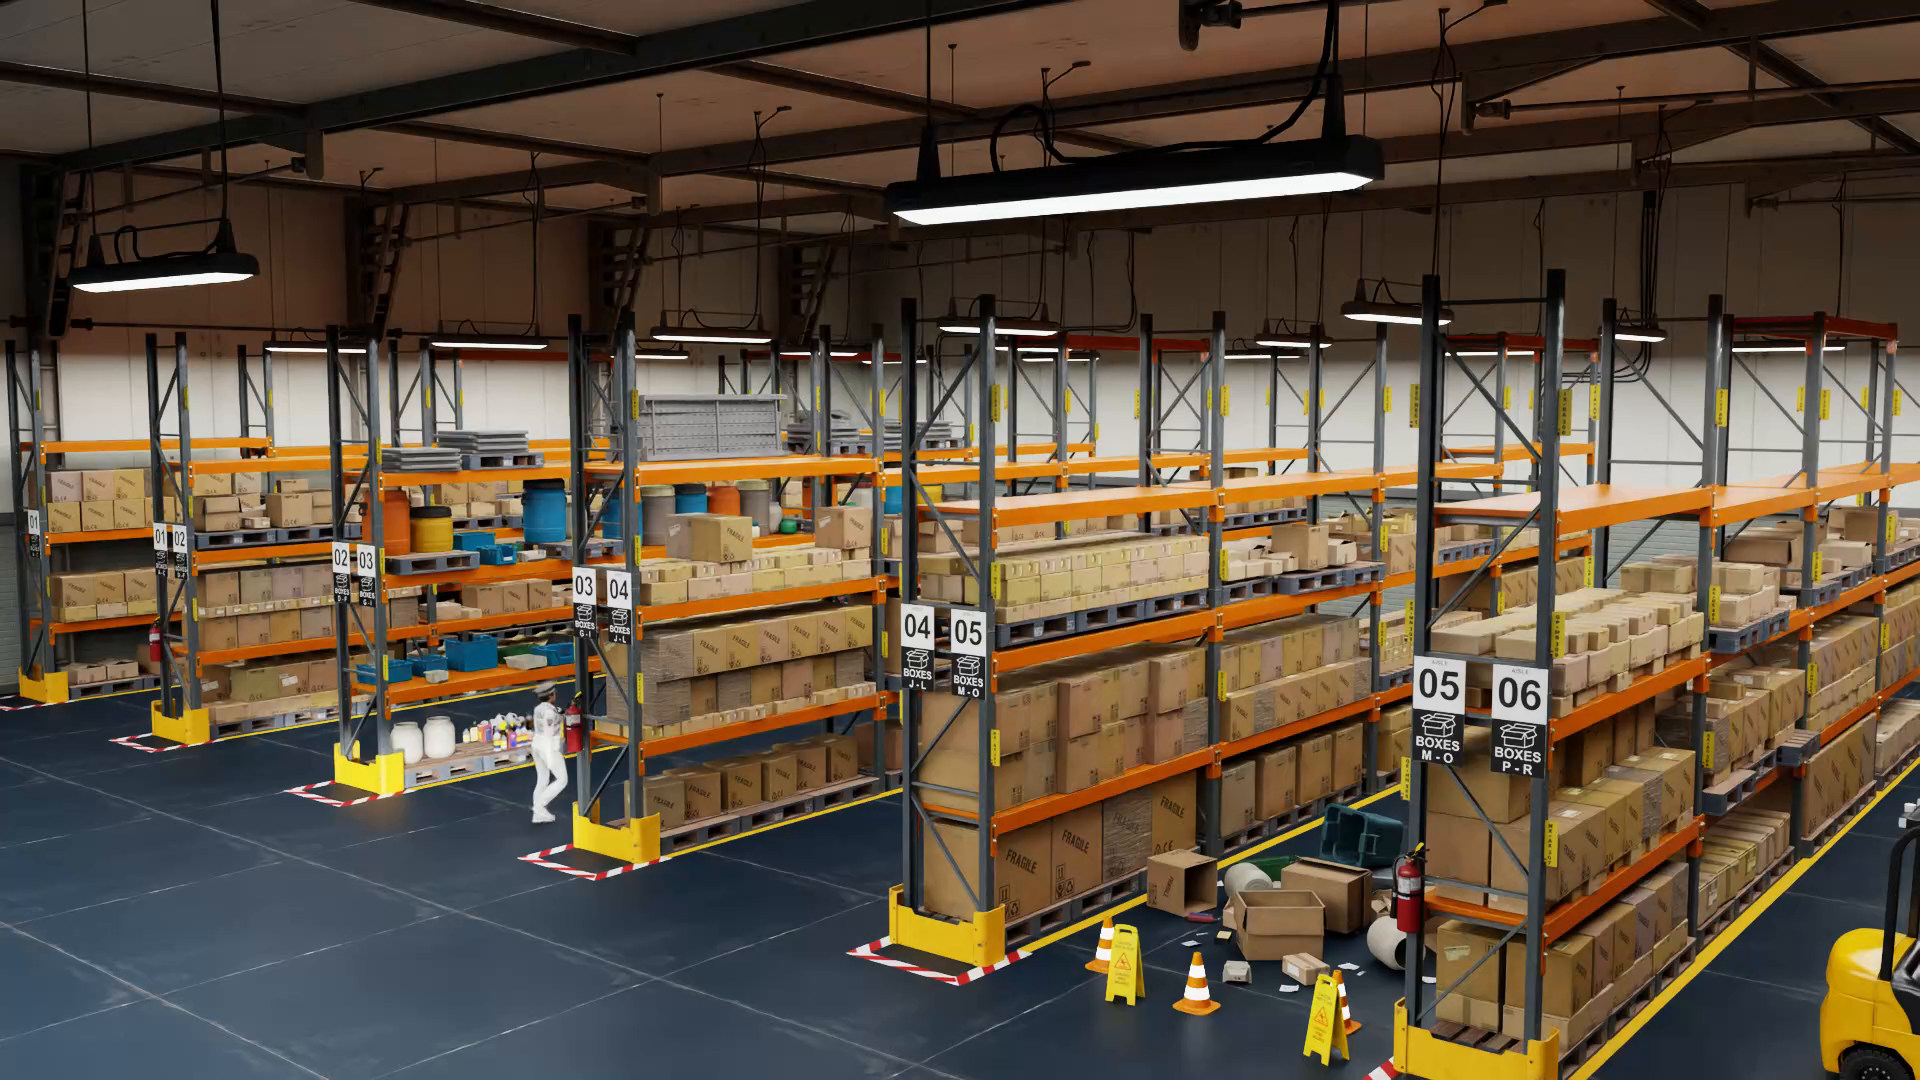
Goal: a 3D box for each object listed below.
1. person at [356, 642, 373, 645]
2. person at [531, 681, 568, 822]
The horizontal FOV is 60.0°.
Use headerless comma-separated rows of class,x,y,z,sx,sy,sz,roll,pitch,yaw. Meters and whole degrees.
person,-10.401,1.735,28.855,0.566,1.734,0.711,2,6,25
person,-4.971,2.537,19.884,0.461,1.674,0.525,-5,7,-41
